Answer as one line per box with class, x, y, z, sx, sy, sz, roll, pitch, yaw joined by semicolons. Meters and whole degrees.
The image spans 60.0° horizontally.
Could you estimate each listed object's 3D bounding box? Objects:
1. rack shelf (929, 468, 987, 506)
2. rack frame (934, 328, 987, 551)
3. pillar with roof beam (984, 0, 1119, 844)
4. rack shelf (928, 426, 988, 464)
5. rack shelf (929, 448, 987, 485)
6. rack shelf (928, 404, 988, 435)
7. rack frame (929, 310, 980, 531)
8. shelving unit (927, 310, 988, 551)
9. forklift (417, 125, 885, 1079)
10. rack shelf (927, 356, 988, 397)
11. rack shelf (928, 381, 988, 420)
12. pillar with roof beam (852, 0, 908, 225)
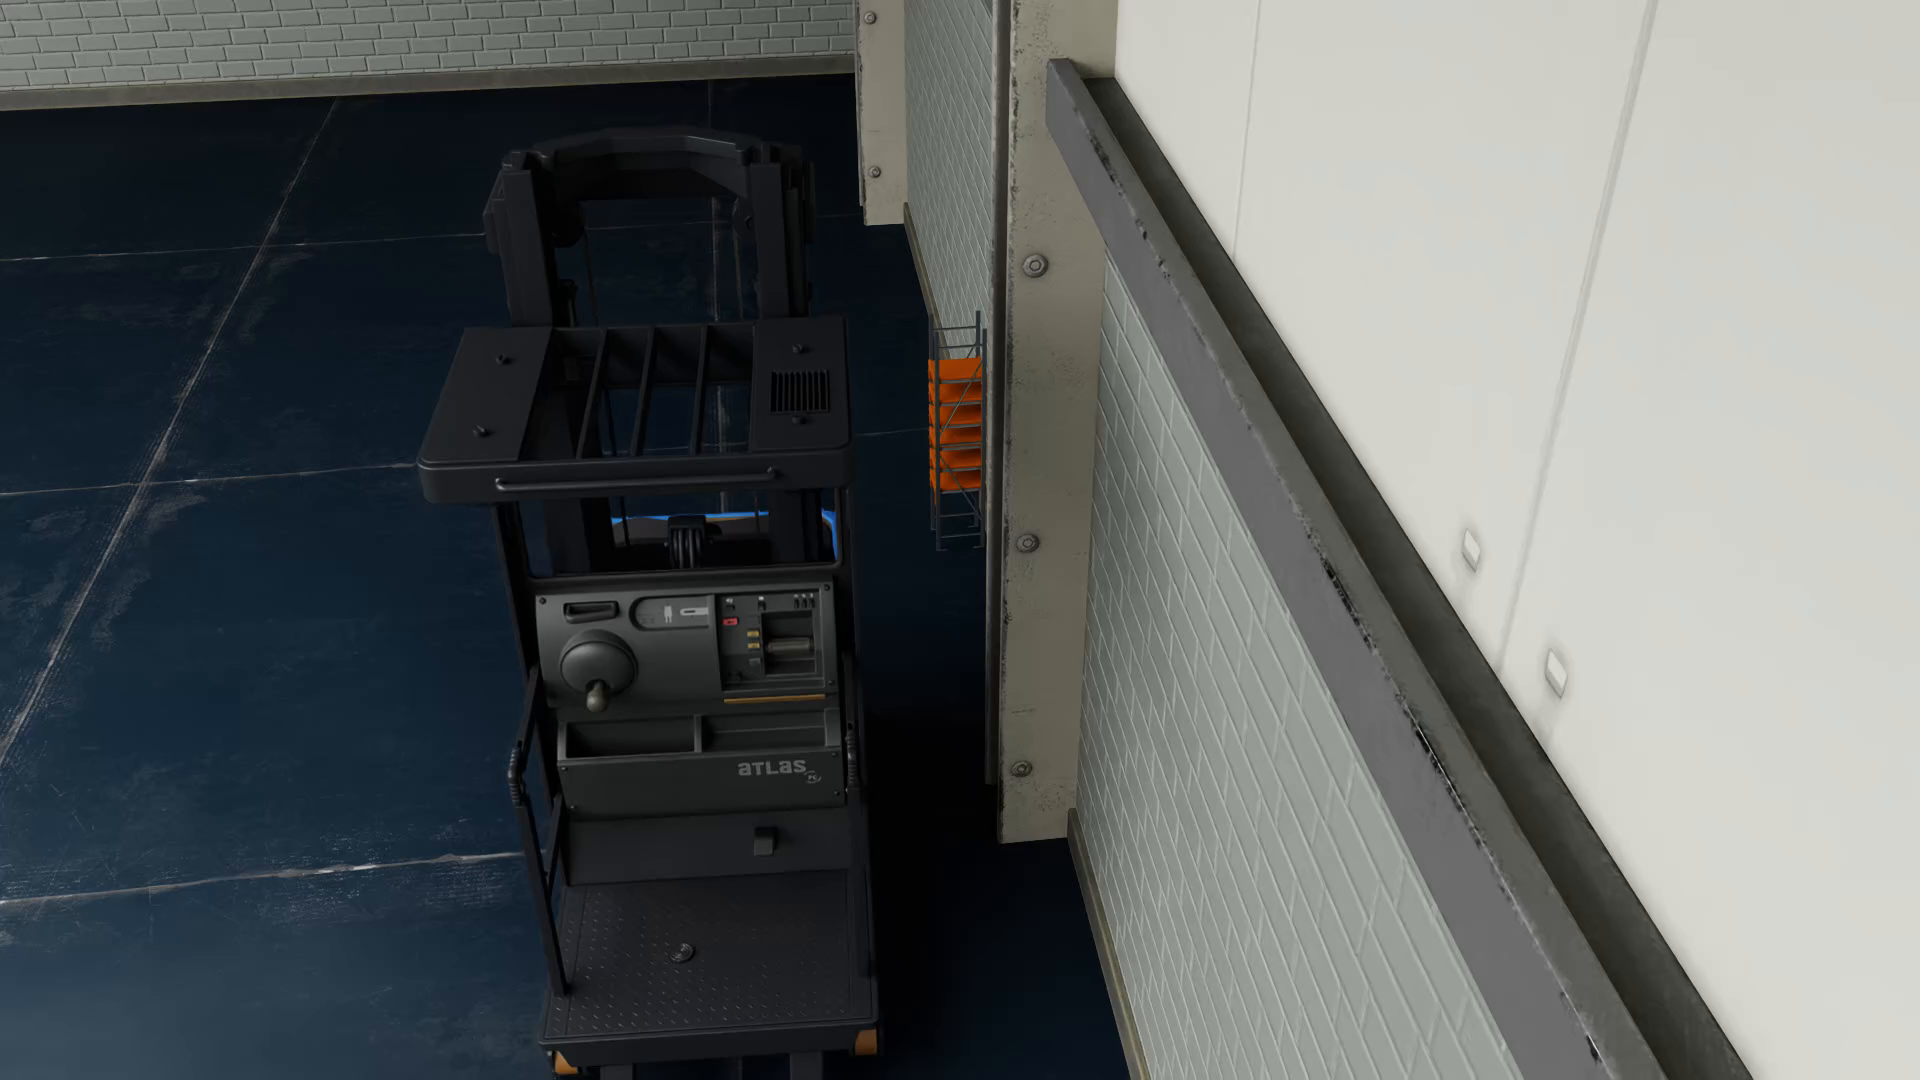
rack shelf;-0.011;-0.267;8.081;0.258;0.103;0.180;-5;35;-7
rack frame;0.003;-0.451;7.846;0.240;1.200;0.006;-5;35;-7
pillar with roof beam;-3.988;-2.327;3.674;9.100;9.000;0.400;-4;35;-6
rack shelf;-0.011;-0.465;7.946;0.258;0.103;0.180;-5;35;-7
rack shelf;-0.011;-0.366;8.014;0.258;0.103;0.180;-5;35;-7
rack shelf;-0.011;-0.564;7.879;0.258;0.103;0.180;-5;35;-7
rack frame;-0.025;-0.553;7.996;0.240;1.200;0.006;-5;35;-7
shelving unit;-0.011;-0.502;7.921;0.258;1.200;0.189;-5;35;-7
forklift;-0.839;0.390;5.075;1.130;2.935;3.031;-3;34;-4
rack shelf;-0.011;-0.763;7.743;0.258;0.103;0.180;-5;35;-7
rack shelf;-0.011;-0.664;7.811;0.258;0.103;0.180;-5;35;-7
pillar with roof beam;-4.795;-5.675;8.587;9.100;9.000;0.400;-4;35;-6
